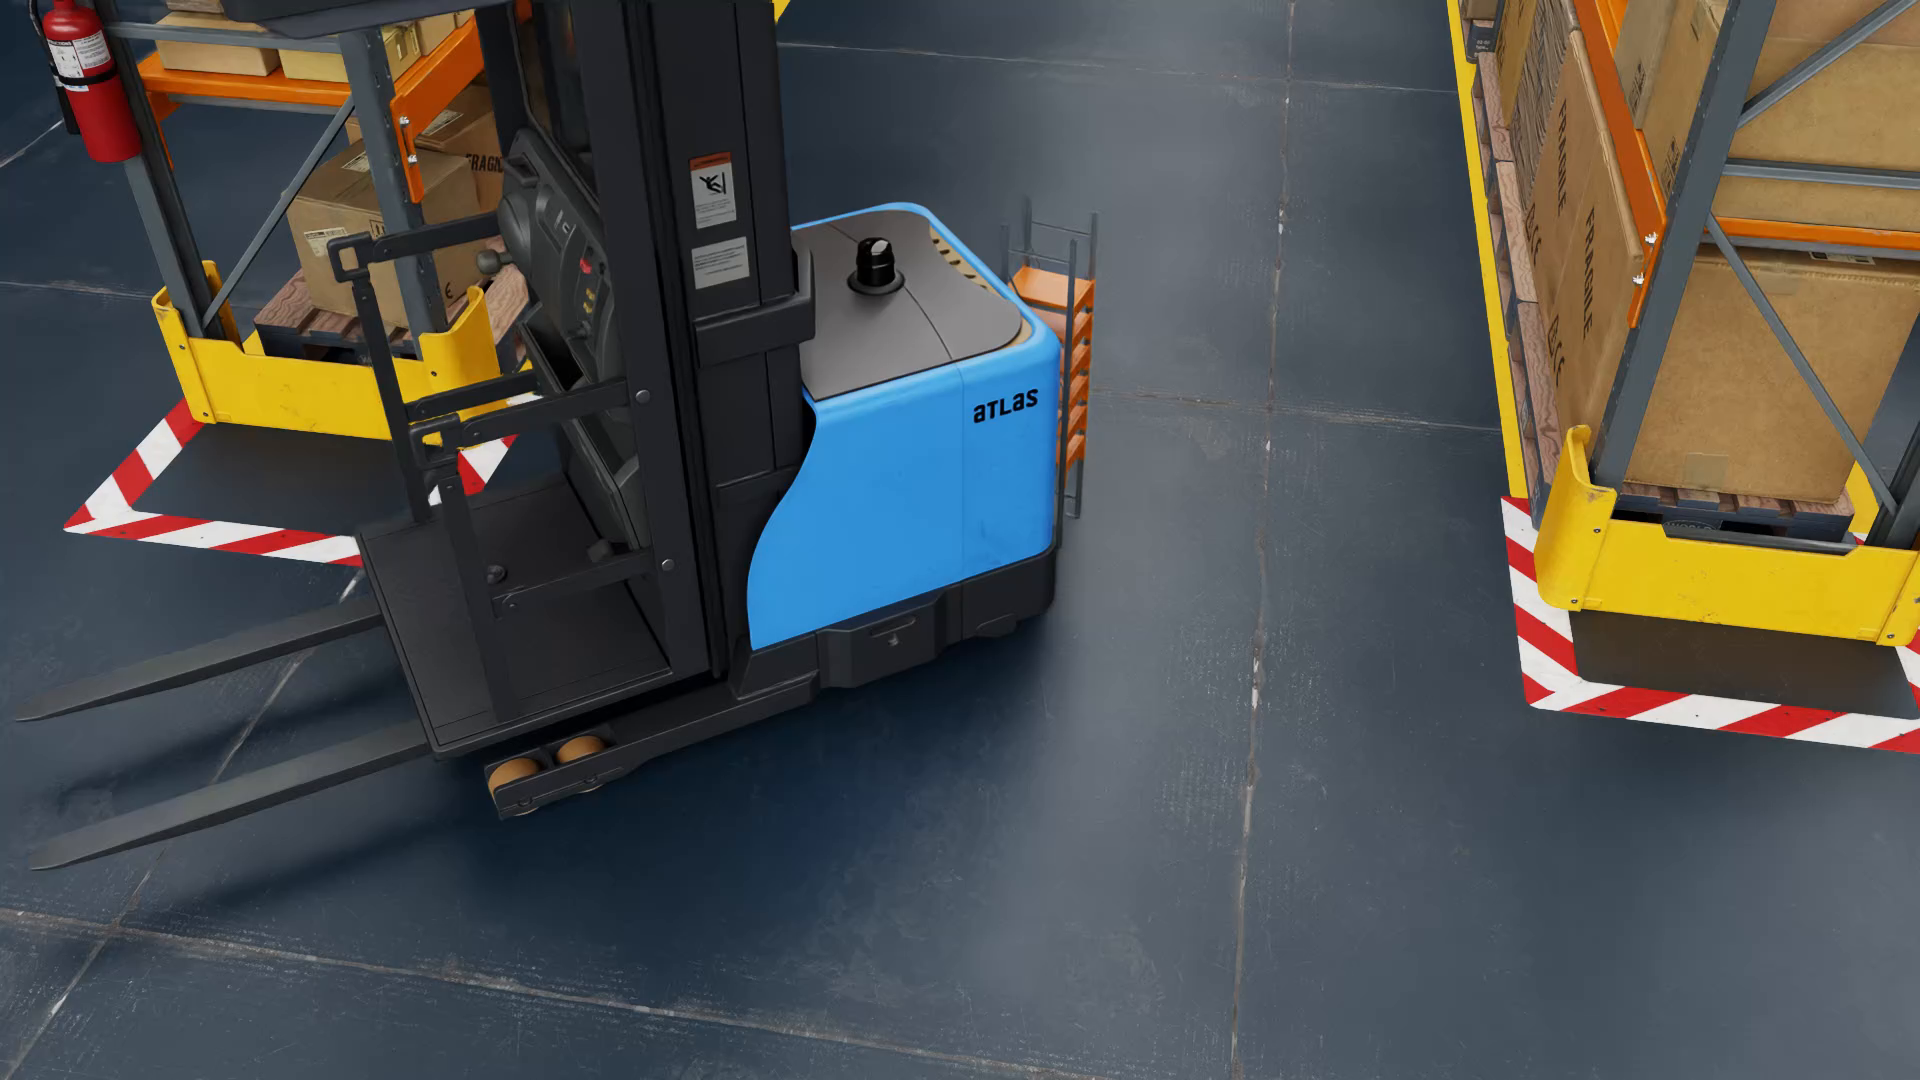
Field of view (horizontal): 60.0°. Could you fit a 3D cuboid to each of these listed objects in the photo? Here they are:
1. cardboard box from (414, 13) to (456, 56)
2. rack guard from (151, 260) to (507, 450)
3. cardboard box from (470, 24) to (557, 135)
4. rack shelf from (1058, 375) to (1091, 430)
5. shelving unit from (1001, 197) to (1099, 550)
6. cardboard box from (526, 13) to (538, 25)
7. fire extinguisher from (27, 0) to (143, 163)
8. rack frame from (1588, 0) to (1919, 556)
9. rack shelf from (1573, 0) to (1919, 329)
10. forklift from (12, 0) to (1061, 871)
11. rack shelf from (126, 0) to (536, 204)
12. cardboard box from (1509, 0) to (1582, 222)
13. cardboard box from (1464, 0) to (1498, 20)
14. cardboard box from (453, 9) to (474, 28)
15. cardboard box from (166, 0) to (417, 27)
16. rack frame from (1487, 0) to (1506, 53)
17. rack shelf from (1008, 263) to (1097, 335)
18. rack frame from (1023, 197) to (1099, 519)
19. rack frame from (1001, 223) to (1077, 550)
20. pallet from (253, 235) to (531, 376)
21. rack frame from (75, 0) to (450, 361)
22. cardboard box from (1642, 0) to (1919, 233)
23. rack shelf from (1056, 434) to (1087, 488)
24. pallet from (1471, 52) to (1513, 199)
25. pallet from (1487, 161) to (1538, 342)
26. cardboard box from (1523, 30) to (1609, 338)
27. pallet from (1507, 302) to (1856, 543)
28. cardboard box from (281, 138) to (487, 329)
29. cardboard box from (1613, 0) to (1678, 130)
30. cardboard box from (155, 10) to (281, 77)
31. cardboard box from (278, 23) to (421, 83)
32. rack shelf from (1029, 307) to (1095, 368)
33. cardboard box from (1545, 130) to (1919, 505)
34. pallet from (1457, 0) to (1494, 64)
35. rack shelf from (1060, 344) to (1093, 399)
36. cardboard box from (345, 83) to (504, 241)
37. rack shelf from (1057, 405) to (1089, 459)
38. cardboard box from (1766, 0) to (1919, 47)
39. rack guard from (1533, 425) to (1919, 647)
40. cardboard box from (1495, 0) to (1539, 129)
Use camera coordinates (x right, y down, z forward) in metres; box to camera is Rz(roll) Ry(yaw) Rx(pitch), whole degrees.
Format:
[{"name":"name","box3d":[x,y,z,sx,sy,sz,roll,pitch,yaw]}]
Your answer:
[{"name":"cardboard box","box3d":[-1.995,-1.816,5.789,0.380,0.149,0.250,6,40,8]},{"name":"rack guard","box3d":[-2.329,-0.690,6.192,1.175,0.500,0.348,6,40,8]},{"name":"cardboard box","box3d":[-2.021,-1.964,7.403,0.500,0.500,0.500,10,41,12]},{"name":"rack shelf","box3d":[0.276,-0.481,5.460,0.258,0.103,0.180,16,42,18]},{"name":"shelving unit","box3d":[0.276,-0.515,5.431,0.258,1.200,0.189,16,42,18]},{"name":"cardboard box","box3d":[-1.880,-2.309,7.821,0.500,0.500,0.500,3,40,4]},{"name":"fire extinguisher","box3d":[-2.815,-1.554,5.337,0.296,0.674,0.183,6,40,8]},{"name":"rack frame","box3d":[2.526,-0.995,4.599,1.000,3.000,0.127,6,40,8]},{"name":"rack shelf","box3d":[2.872,-1.973,6.347,1.077,0.370,4.000,6,40,8]},{"name":"forklift","box3d":[-1.243,-0.723,4.324,3.031,2.935,1.130,-18,43,-21]},{"name":"rack shelf","box3d":[-1.996,-2.583,7.085,1.077,0.370,4.000,6,40,8]},{"name":"cardboard box","box3d":[2.888,-1.895,7.026,0.875,0.875,0.875,7,40,8]},{"name":"cardboard box","box3d":[3.237,-3.200,8.702,1.050,0.750,0.750,6,40,7]},{"name":"cardboard box","box3d":[-1.937,-1.971,5.977,0.380,0.149,0.250,6,40,8]},{"name":"cardboard box","box3d":[-2.220,-2.101,5.625,0.875,0.500,0.500,6,40,8]},{"name":"rack frame","box3d":[3.218,-3.505,7.636,1.000,3.000,0.127,6,40,8]},{"name":"rack shelf","box3d":[0.276,-0.758,5.230,0.258,0.103,0.180,16,42,18]},{"name":"rack frame","box3d":[0.313,-0.568,5.496,0.240,1.200,0.006,16,42,18]},{"name":"rack frame","box3d":[0.238,-0.462,5.367,0.240,1.200,0.006,16,42,18]},{"name":"pallet","box3d":[-2.153,-1.084,6.896,1.003,0.211,1.213,6,40,8]},{"name":"rack frame","box3d":[-2.342,-1.605,5.338,1.000,3.000,0.127,6,40,8]},{"name":"cardboard box","box3d":[2.545,-1.291,4.839,0.875,0.550,0.550,6,40,8]},{"name":"rack shelf","box3d":[0.276,-0.296,5.613,0.258,0.103,0.180,16,42,18]},{"name":"pallet","box3d":[3.009,-1.962,7.957,1.003,0.211,1.213,6,40,8]},{"name":"pallet","box3d":[2.801,-1.194,7.029,1.003,0.211,1.213,6,40,8]},{"name":"cardboard box","box3d":[2.728,-1.323,6.334,0.875,0.875,0.875,6,40,7]},{"name":"pallet","box3d":[2.587,-0.431,6.105,1.003,0.211,1.213,6,40,8]},{"name":"cardboard box","box3d":[-2.217,-1.194,6.472,0.500,0.500,0.500,14,41,16]},{"name":"cardboard box","box3d":[2.619,-1.638,5.260,0.875,0.550,0.550,6,40,8]},{"name":"cardboard box","box3d":[-2.496,-1.710,5.661,0.380,0.149,0.250,6,40,8]},{"name":"cardboard box","box3d":[-2.058,-1.661,5.602,0.380,0.149,0.250,6,40,8]},{"name":"rack shelf","box3d":[0.276,-0.666,5.307,0.258,0.103,0.180,16,42,18]},{"name":"cardboard box","box3d":[2.578,-0.771,5.666,0.875,0.875,0.875,7,40,8]},{"name":"pallet","box3d":[3.277,-2.923,9.120,1.003,0.211,1.213,6,40,8]},{"name":"rack shelf","box3d":[0.276,-0.573,5.383,0.258,0.103,0.180,16,42,18]},{"name":"cardboard box","box3d":[-2.148,-1.573,6.930,0.500,0.500,0.500,17,42,19]},{"name":"rack shelf","box3d":[0.276,-0.388,5.536,0.258,0.103,0.180,16,42,18]},{"name":"cardboard box","box3d":[2.628,-1.698,4.484,0.875,0.550,0.550,6,40,8]},{"name":"rack guard","box3d":[2.522,-0.016,5.378,1.175,0.500,0.348,6,40,8]},{"name":"cardboard box","box3d":[3.040,-2.461,7.711,0.875,0.875,0.875,7,40,8]}]
